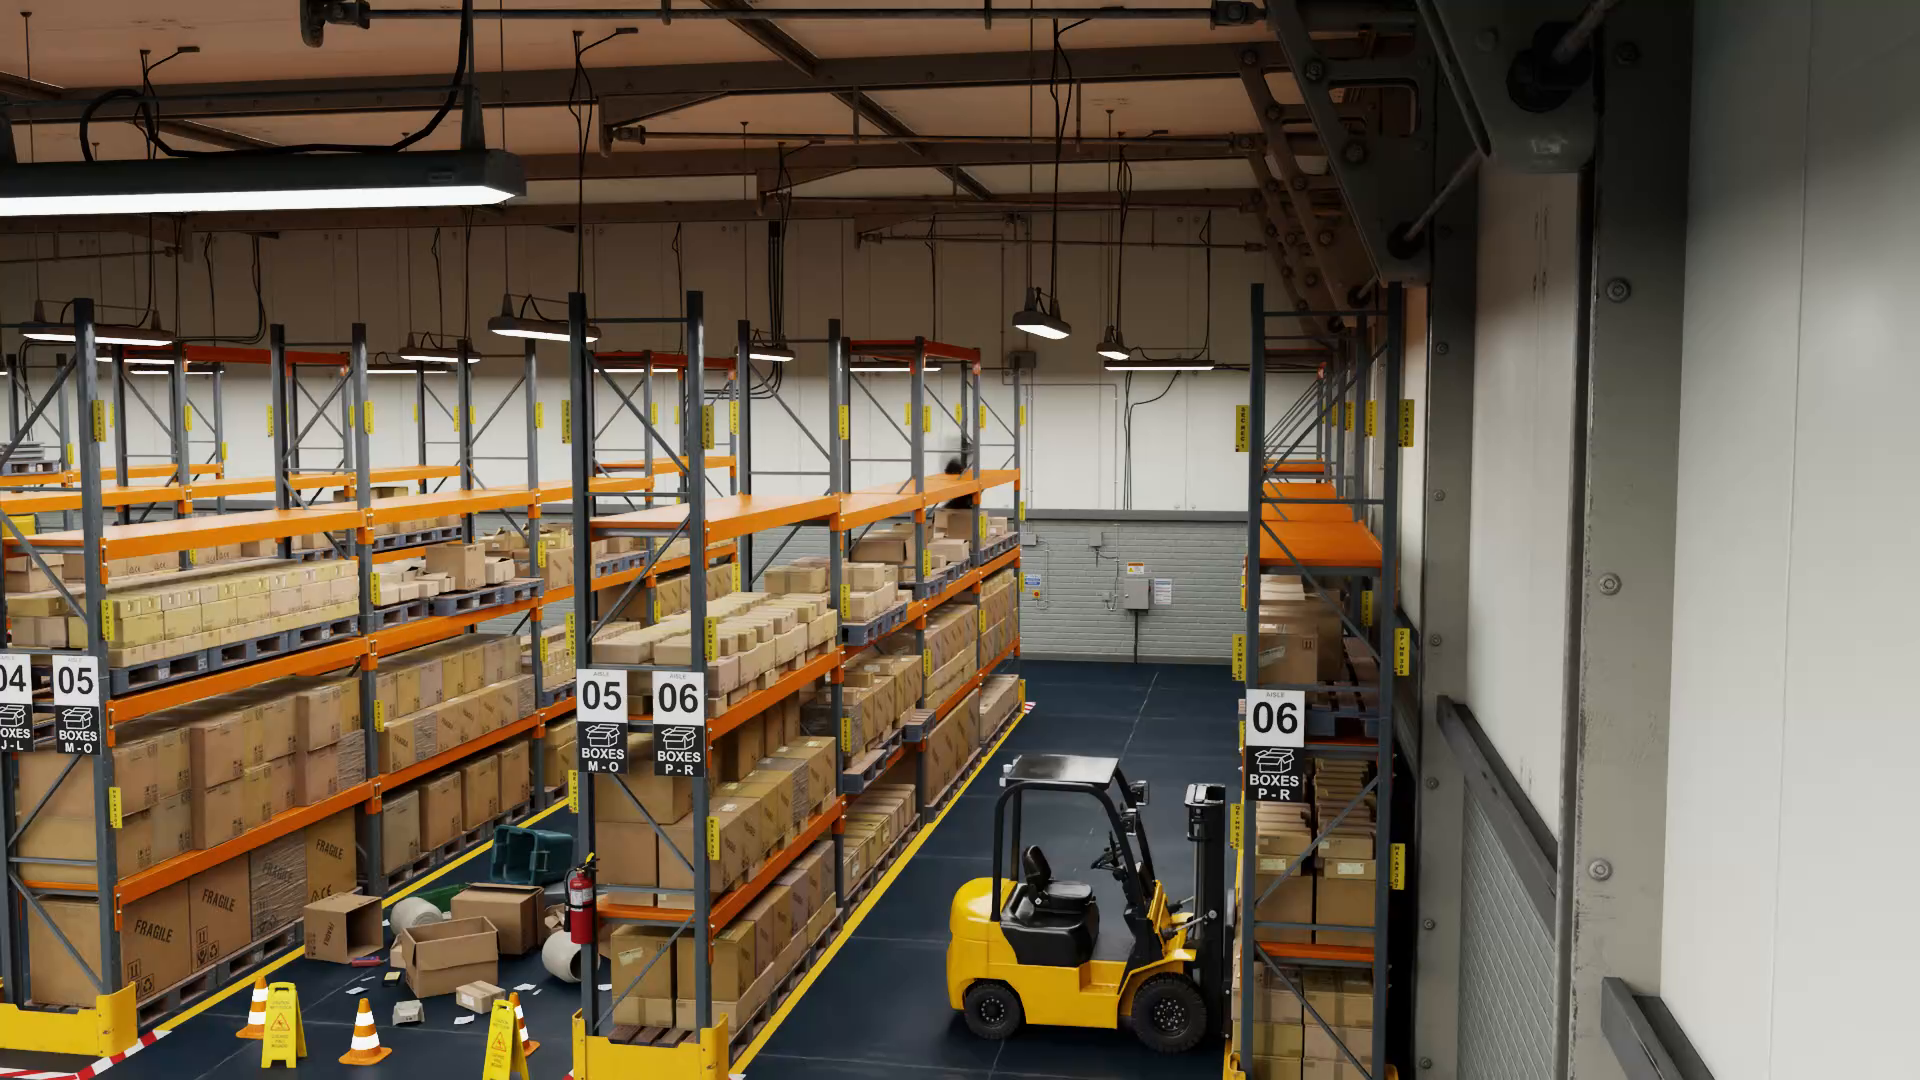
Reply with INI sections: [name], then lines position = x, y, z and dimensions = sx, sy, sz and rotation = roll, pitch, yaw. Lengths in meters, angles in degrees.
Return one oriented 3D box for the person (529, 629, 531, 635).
[person]
position = -6.653, 2.212, 26.319
dimensions = 0.559, 1.691, 0.896
rotation = 1, 5, 17
